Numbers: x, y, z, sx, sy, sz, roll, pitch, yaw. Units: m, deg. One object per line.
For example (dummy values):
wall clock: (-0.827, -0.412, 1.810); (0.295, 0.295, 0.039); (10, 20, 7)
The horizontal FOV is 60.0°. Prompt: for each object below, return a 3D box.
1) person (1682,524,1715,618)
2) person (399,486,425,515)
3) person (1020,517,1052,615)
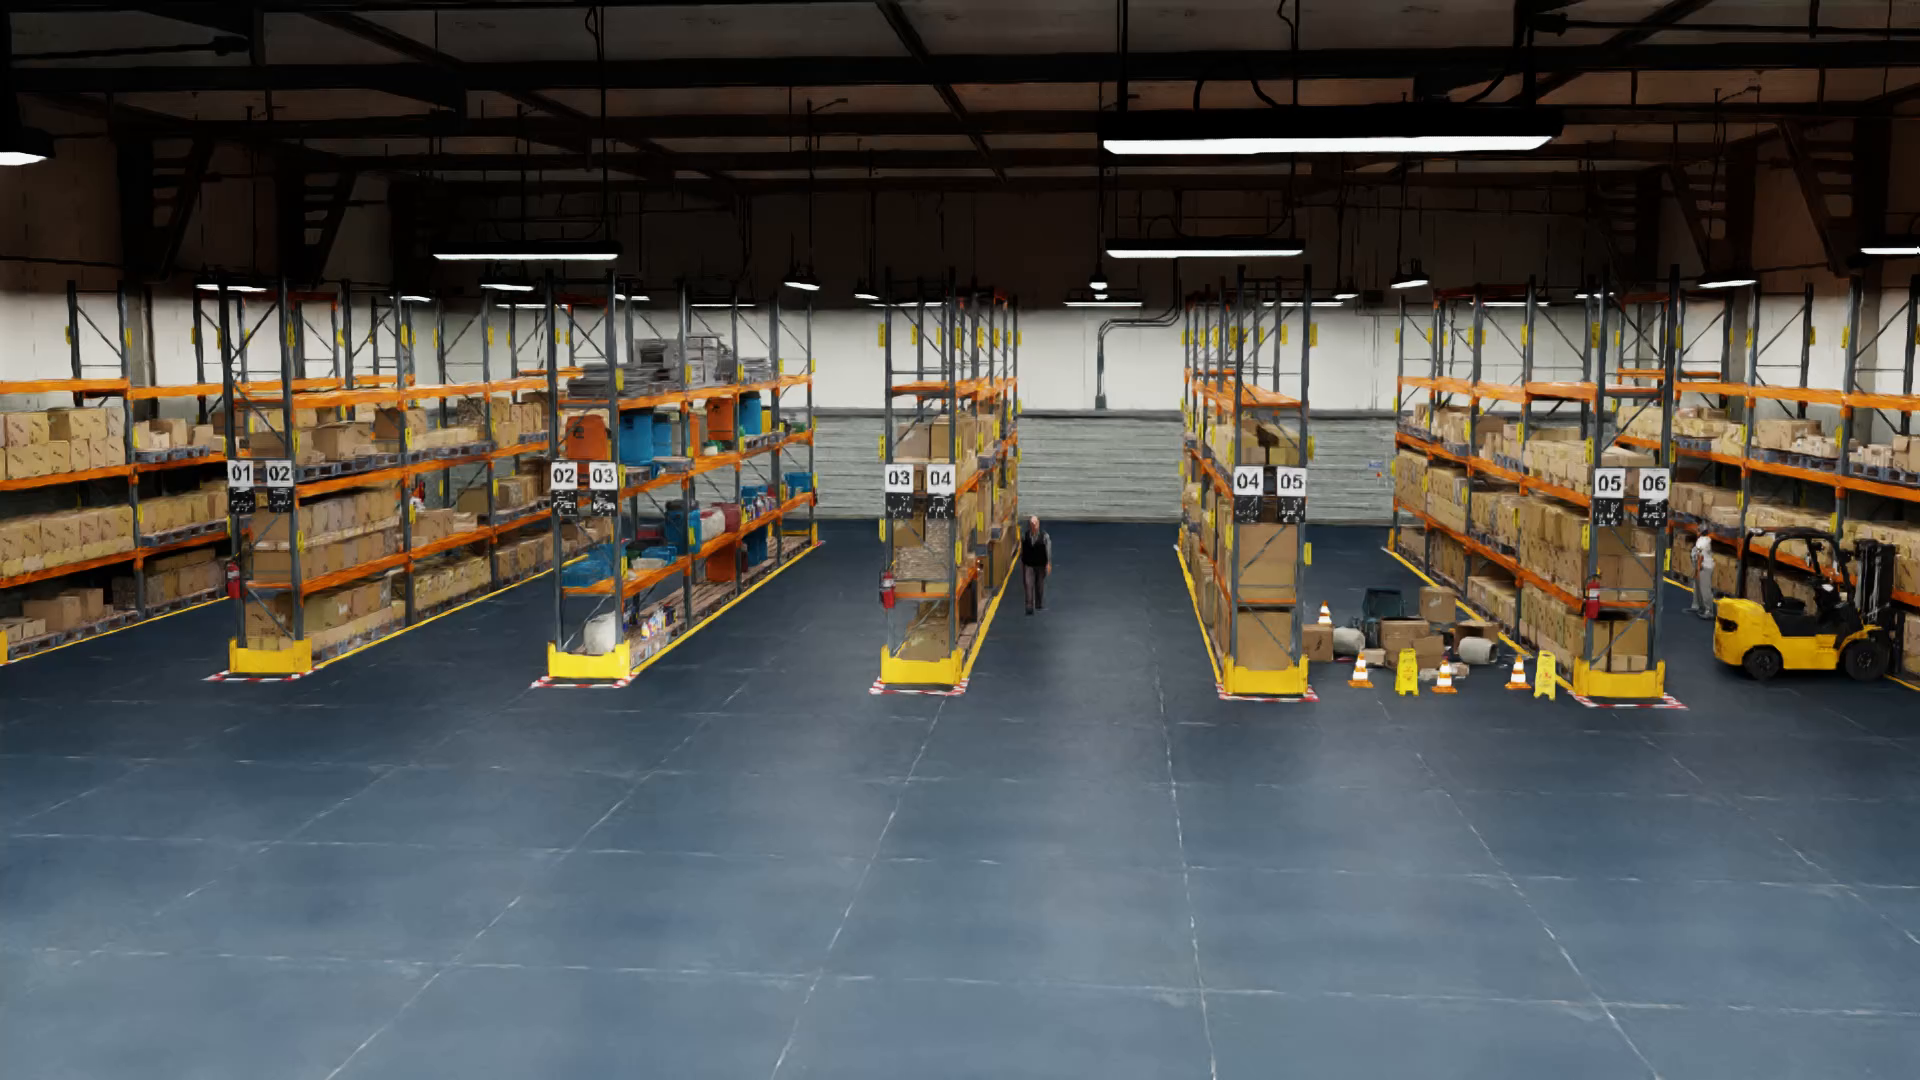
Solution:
person: (13.338, 0.534, 29.960); (0.567, 1.657, 0.611); (4, 8, 28)
person: (-12.624, -0.452, 38.333); (0.639, 1.632, 0.512); (0, 7, 3)
person: (1.304, 0.428, 28.595); (0.549, 1.664, 1.020); (0, 7, 4)
